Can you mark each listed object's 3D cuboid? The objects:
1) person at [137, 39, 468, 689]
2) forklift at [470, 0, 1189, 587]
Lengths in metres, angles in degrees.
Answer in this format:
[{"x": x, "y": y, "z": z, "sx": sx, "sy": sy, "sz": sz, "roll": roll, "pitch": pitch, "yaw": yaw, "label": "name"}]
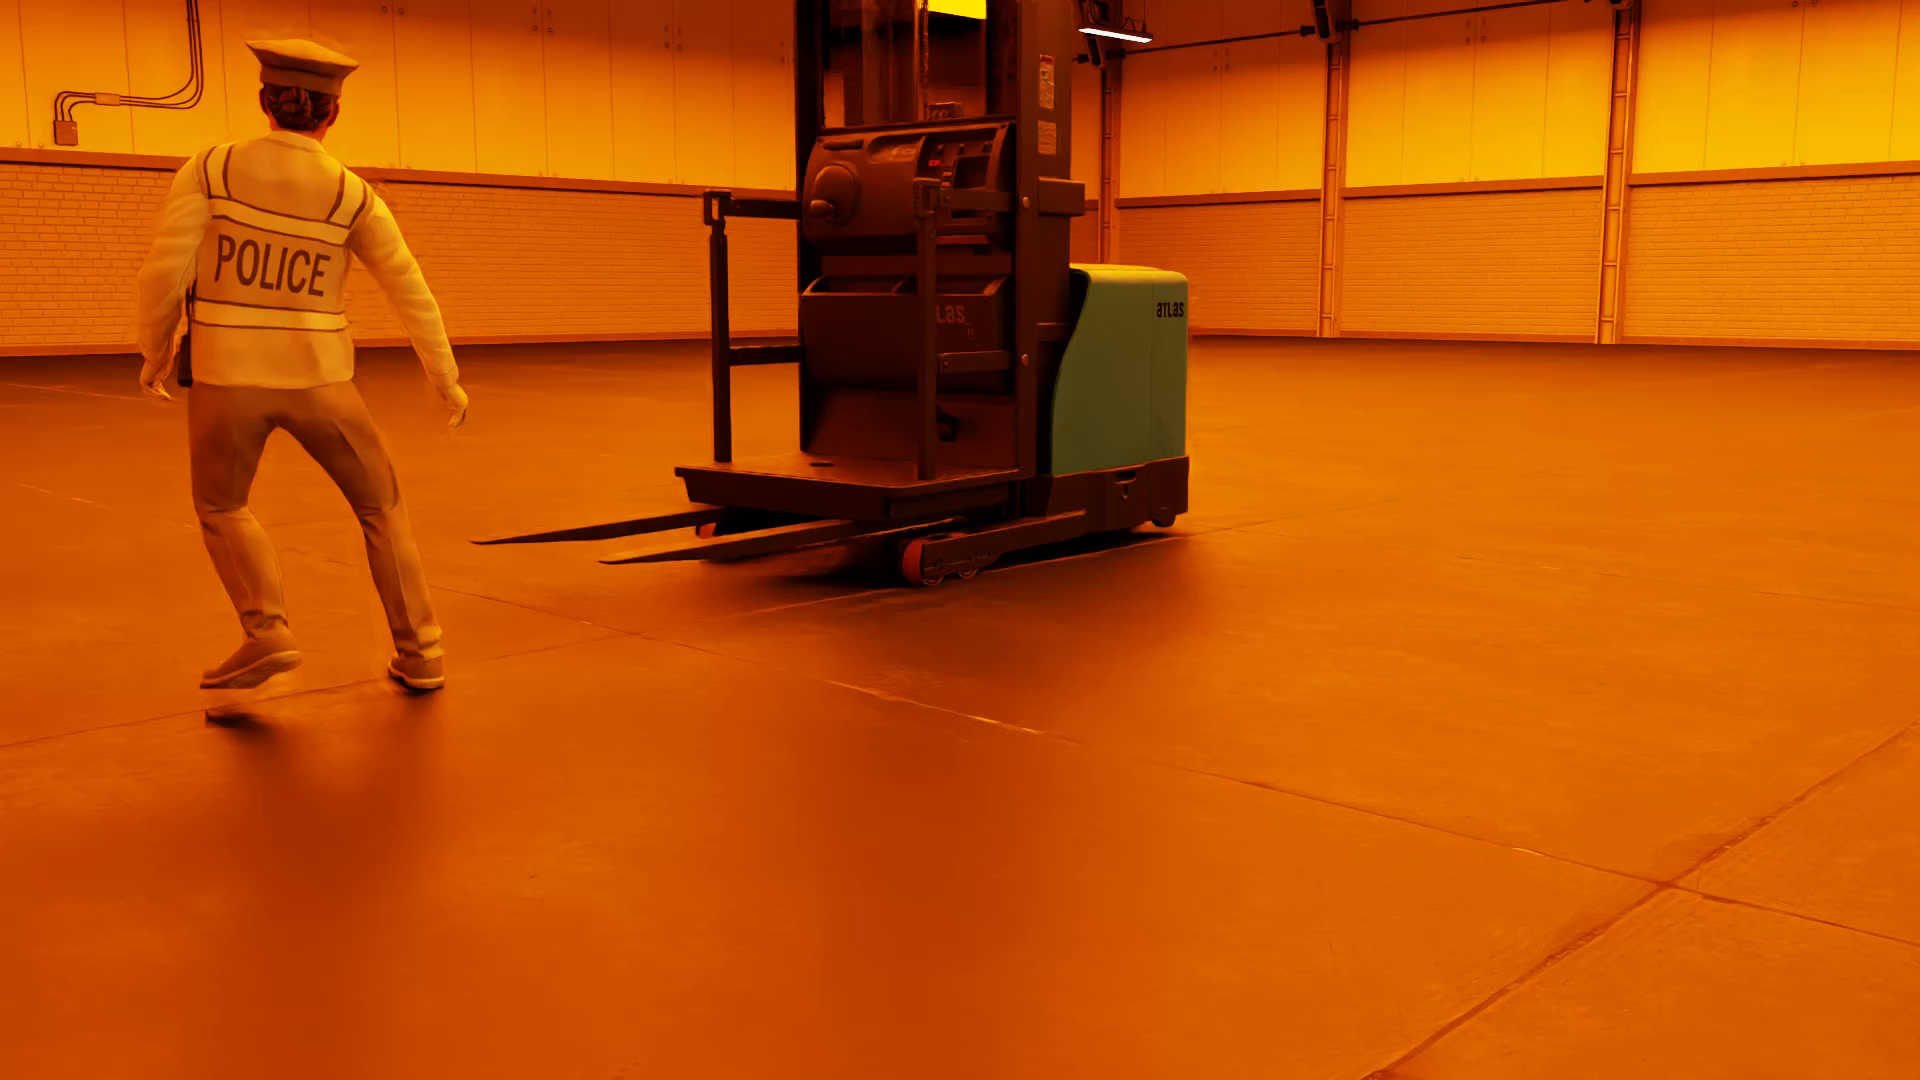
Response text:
[{"x": -1.565, "y": -0.390, "z": 4.017, "sx": 0.743, "sy": 1.571, "sz": 0.470, "roll": -4, "pitch": 9, "yaw": -22, "label": "person"}, {"x": -0.339, "y": -1.372, "z": 5.988, "sx": 1.130, "sy": 2.935, "sz": 3.031, "roll": 7, "pitch": 11, "yaw": 37, "label": "forklift"}]
